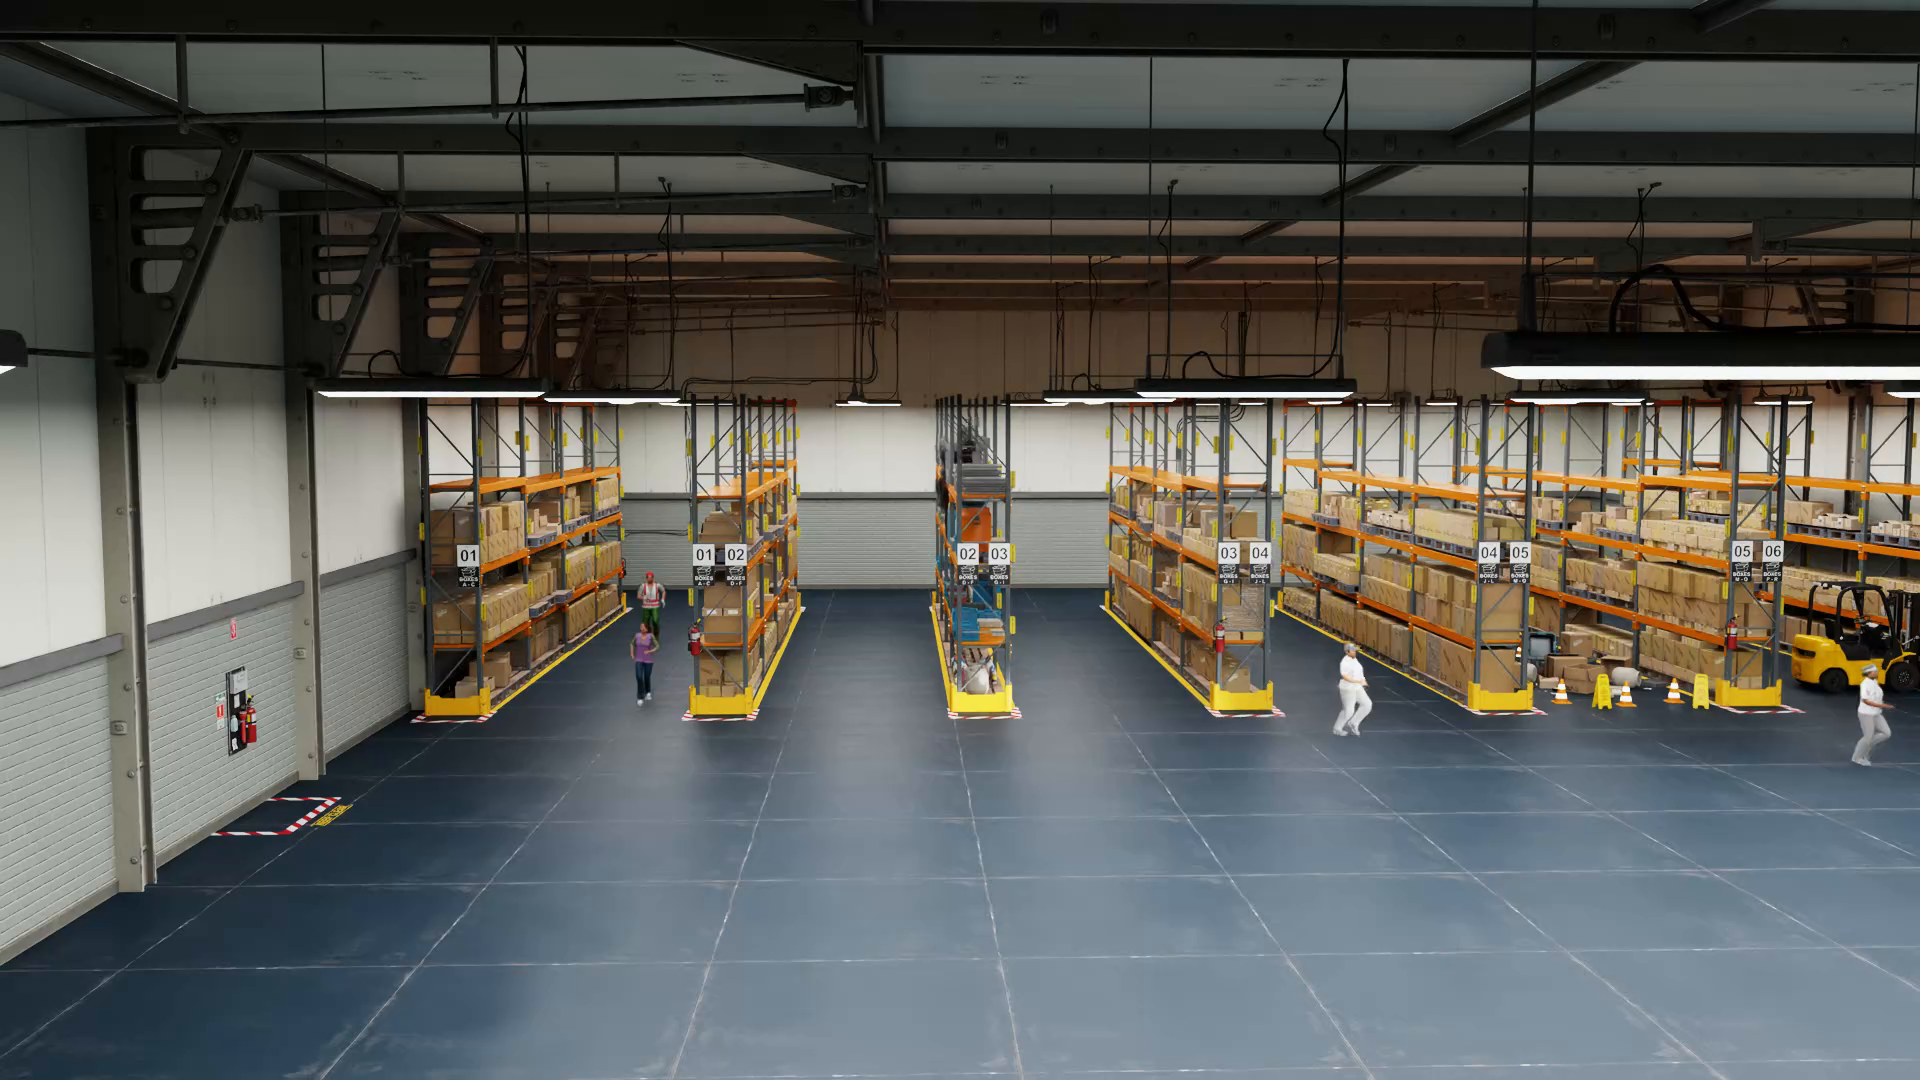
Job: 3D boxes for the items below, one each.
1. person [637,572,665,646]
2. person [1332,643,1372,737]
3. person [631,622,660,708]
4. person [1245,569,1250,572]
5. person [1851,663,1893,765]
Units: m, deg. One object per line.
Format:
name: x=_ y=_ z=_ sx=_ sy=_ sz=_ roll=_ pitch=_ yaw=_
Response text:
person: x=-7.461 y=1.672 z=40.178 sx=0.659 sy=1.825 sz=0.657 roll=0 pitch=5 yaw=-5
person: x=6.862 y=2.624 z=29.099 sx=0.653 sy=1.652 sz=0.614 roll=4 pitch=6 yaw=40
person: x=-6.111 y=2.391 z=32.229 sx=0.586 sy=1.623 sz=0.753 roll=0 pitch=4 yaw=-1
person: x=7.940 y=1.146 z=47.260 sx=0.734 sy=1.760 sz=0.891 roll=2 pitch=5 yaw=21
person: x=14.659 y=2.791 z=26.678 sx=0.558 sy=1.657 sz=0.587 roll=-4 pitch=6 yaw=-42
